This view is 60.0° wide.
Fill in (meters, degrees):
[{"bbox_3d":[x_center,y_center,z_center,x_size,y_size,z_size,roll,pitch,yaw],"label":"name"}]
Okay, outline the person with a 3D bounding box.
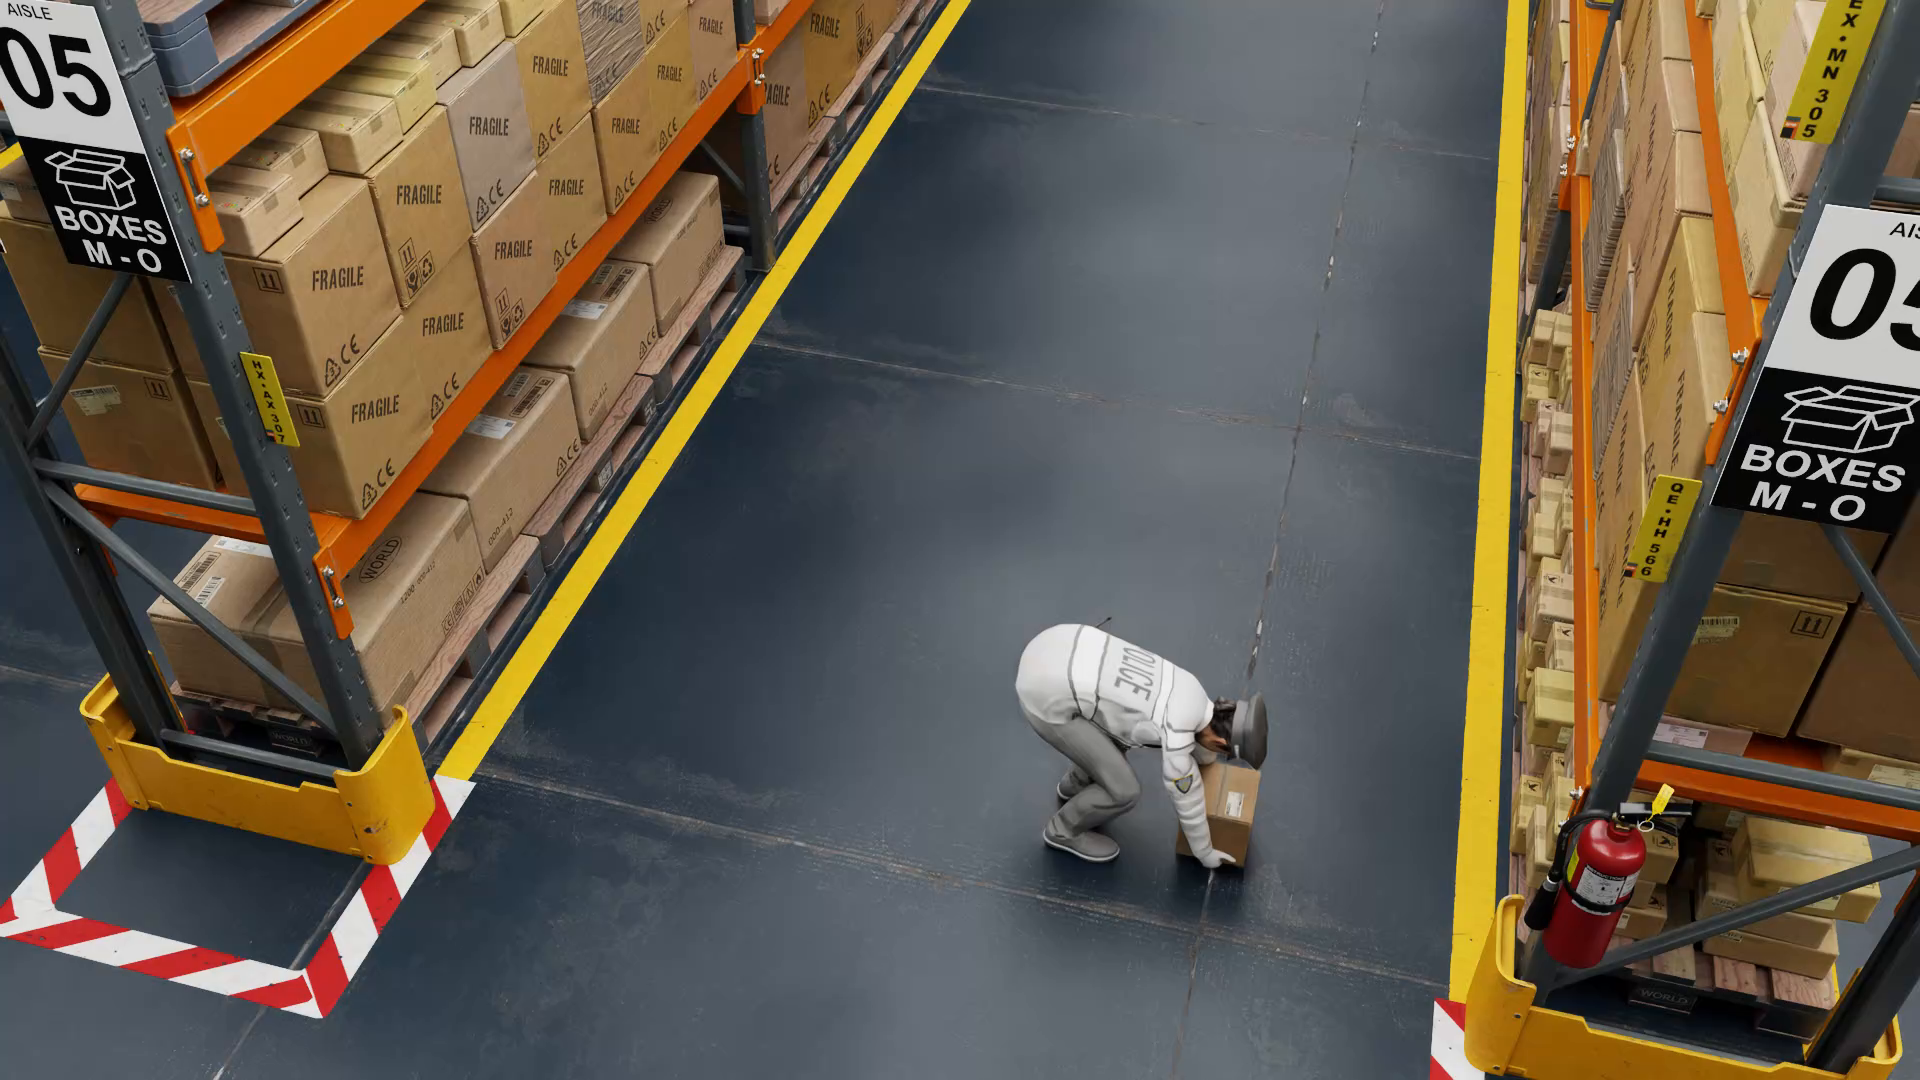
[{"bbox_3d":[0.634,0.735,5.887,0.882,0.919,0.456,8,42,9],"label":"person"}]
